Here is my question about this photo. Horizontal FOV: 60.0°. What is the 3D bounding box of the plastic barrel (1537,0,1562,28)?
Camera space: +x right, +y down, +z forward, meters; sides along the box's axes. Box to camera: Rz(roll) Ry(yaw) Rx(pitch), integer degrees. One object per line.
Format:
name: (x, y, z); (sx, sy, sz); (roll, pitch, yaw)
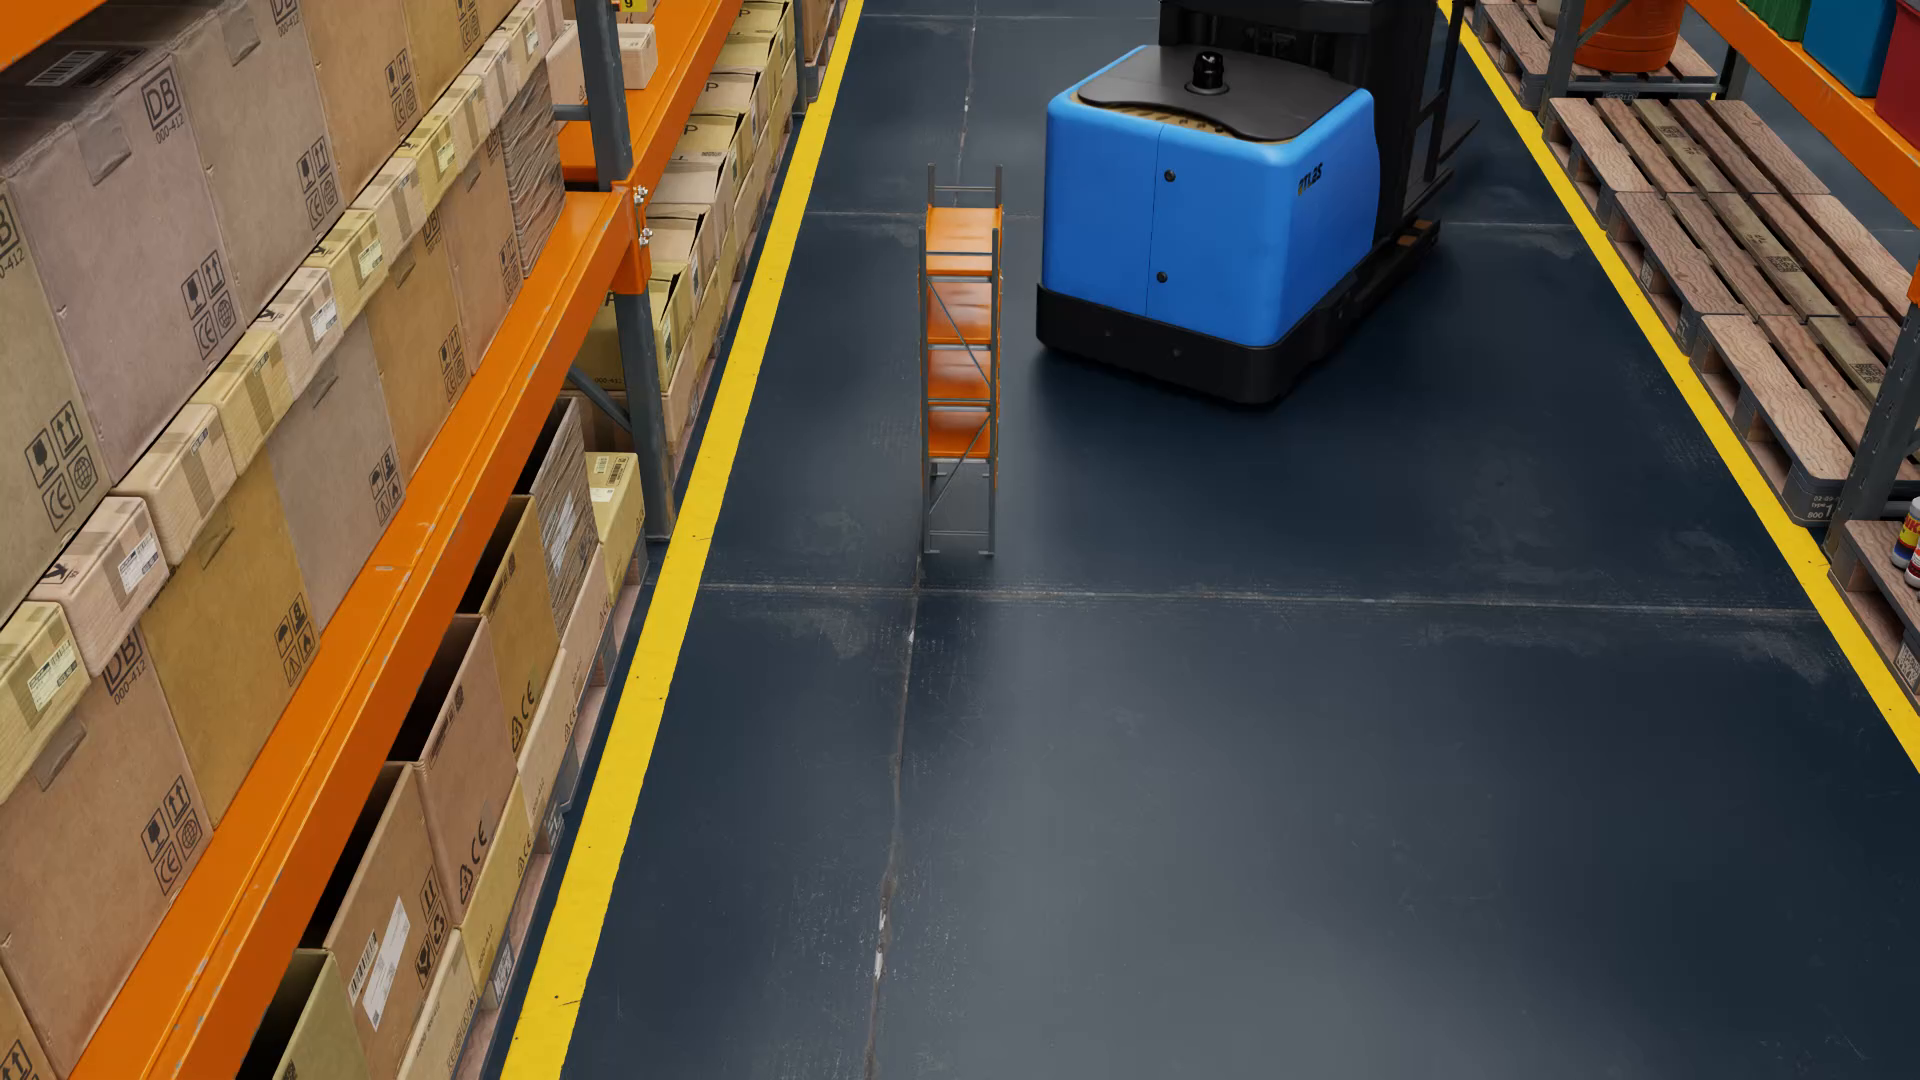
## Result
plastic barrel: (3.548, -3.212, 9.510); (0.421, 0.512, 0.421); (0, 35, 0)

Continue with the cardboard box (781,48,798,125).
cardboard box: (-1.114, -2.306, 8.448); (0.500, 0.250, 0.500); (2, 35, 3)

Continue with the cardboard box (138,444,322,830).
cardboard box: (-1.585, 0.134, 2.864); (0.700, 0.500, 0.500); (2, 35, 2)

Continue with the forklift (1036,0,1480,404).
forklift: (1.530, -2.533, 6.805); (1.130, 2.935, 3.031); (20, 40, 26)

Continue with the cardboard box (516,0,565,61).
cardboard box: (-1.295, -1.414, 4.502); (0.380, 0.149, 0.250); (1, 35, 2)

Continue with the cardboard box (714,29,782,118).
cardboard box: (-1.126, -2.238, 7.863); (0.500, 0.311, 0.500); (1, 35, 1)

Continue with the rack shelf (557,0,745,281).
rack shelf: (-1.417, -2.123, 6.788); (1.077, 0.370, 4.000); (1, 35, 2)

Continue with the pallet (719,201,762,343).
pallet: (-1.461, -1.255, 7.352); (1.003, 0.211, 1.213); (1, 35, 2)

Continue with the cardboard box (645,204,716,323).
cardboard box: (-1.207, -1.064, 6.194); (0.500, 0.311, 0.500); (1, 35, 1)

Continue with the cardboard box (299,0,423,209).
cardboard box: (-1.549, -1.007, 3.359); (0.700, 0.500, 0.500); (1, 35, 2)

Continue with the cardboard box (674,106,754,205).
cardboard box: (-1.172, -1.660, 7.041); (0.500, 0.311, 0.500); (2, 35, 3)

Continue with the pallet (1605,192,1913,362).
pallet: (3.491, -1.166, 7.225); (1.003, 0.211, 1.213); (1, 35, 2)

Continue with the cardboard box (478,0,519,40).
cardboard box: (-1.509, -1.585, 4.181); (0.700, 0.500, 0.500); (1, 35, 2)

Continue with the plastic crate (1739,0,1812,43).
plastic crate: (3.239, -2.072, 6.274); (0.450, 0.188, 0.662); (1, 35, 2)

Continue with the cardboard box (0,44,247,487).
cardboard box: (-1.590, -0.432, 2.541); (0.700, 0.500, 0.500); (1, 35, 2)

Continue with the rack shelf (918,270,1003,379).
rack shelf: (0.007, -0.714, 5.450); (0.258, 0.148, 0.480); (1, 35, 2)

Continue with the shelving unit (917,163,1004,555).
shelving unit: (0.007, -0.586, 5.540); (0.258, 1.200, 0.503); (1, 35, 2)

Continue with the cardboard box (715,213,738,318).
cardboard box: (-1.194, -1.133, 6.779); (0.500, 0.250, 0.500); (0, 35, 0)

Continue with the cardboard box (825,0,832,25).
cardboard box: (-1.018, -3.280, 9.599); (0.500, 0.500, 0.500); (0, 35, 0)

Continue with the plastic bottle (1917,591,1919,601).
plastic bottle: (2.993, 0.103, 5.046); (0.097, 0.201, 0.097); (0, 35, 0)

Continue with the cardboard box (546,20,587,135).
cardboard box: (-1.522, -1.491, 5.393); (0.500, 0.250, 0.500); (3, 35, 5)

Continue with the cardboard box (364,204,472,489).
cardboard box: (-1.548, -0.463, 3.713); (0.700, 0.500, 0.500); (2, 35, 3)

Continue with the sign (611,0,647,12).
sign: (-0.943, -1.643, 4.658); (0.100, 0.325, 0.005); (1, 35, 2)

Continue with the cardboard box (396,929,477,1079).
cardboard box: (-1.378, 1.105, 3.595); (0.500, 0.250, 0.500); (1, 35, 2)

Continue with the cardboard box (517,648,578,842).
cardboard box: (-1.333, 0.531, 4.412); (0.500, 0.250, 0.500); (1, 35, 2)

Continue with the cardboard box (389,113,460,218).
cardboard box: (-1.337, -0.829, 3.670); (0.380, 0.149, 0.250); (1, 35, 2)

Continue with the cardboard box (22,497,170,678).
cardboard box: (-1.396, 0.063, 2.401); (0.380, 0.149, 0.250); (1, 35, 1)

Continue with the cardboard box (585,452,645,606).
cardboard box: (-1.298, -0.044, 5.230); (0.500, 0.250, 0.500); (1, 35, 2)

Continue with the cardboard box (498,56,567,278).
cardboard box: (-1.509, -1.054, 4.555); (0.700, 0.500, 0.500); (0, 35, 1)

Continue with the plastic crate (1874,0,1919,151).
plastic crate: (3.165, -1.463, 5.168); (0.402, 0.464, 0.583); (1, 35, 2)

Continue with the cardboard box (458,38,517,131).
cardboard box: (-1.315, -1.121, 4.085); (0.380, 0.149, 0.250); (0, 35, 1)

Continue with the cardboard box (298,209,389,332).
cardboard box: (-1.355, -0.531, 3.246); (0.380, 0.149, 0.250); (2, 35, 3)

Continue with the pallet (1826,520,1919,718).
pallet: (3.383, 0.374, 5.035); (1.003, 0.211, 1.213); (1, 35, 2)

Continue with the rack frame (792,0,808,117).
rack frame: (-1.337, -3.567, 8.216); (1.000, 3.000, 0.127); (1, 35, 2)

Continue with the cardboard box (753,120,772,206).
cardboard box: (-1.155, -1.720, 7.615); (0.500, 0.250, 0.500); (2, 35, 3)

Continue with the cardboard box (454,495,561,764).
cardboard box: (-1.346, 0.224, 4.197); (0.500, 0.500, 0.500); (1, 35, 2)

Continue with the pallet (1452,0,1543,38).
pallet: (3.654, -3.462, 10.493); (1.003, 0.211, 1.213); (1, 35, 2)

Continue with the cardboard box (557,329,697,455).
cardboard box: (-1.234, -0.541, 5.938); (0.500, 0.250, 0.500); (1, 35, 1)

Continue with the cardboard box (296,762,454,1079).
cardboard box: (-1.389, 0.798, 3.380); (0.500, 0.500, 0.500); (1, 35, 2)

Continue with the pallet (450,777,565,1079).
pallet: (-1.618, 1.031, 4.099); (1.003, 0.211, 1.213); (1, 35, 2)

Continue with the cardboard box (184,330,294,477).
cardboard box: (-1.378, -0.237, 2.828); (0.380, 0.149, 0.250); (1, 35, 1)

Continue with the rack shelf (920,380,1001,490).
rack shelf: (0.007, -0.368, 5.693); (0.258, 0.148, 0.480); (1, 35, 2)

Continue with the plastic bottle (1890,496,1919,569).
plastic bottle: (3.001, -0.043, 5.192); (0.097, 0.271, 0.097); (0, 35, 0)

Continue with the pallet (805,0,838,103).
pallet: (-1.269, -2.854, 9.627); (1.003, 0.211, 1.213); (1, 35, 2)

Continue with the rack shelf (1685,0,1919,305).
rack shelf: (3.532, -2.007, 6.622); (1.077, 0.370, 4.000); (1, 35, 2)

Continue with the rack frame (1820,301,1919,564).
rack frame: (3.451, -1.152, 4.780); (1.000, 3.000, 0.127); (1, 35, 2)

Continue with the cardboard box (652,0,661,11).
cardboard box: (-1.409, -2.341, 6.385); (0.500, 0.500, 0.500); (1, 35, 2)

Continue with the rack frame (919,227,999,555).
rack frame: (-0.003, -0.446, 5.341); (0.240, 1.200, 0.015); (1, 35, 2)
